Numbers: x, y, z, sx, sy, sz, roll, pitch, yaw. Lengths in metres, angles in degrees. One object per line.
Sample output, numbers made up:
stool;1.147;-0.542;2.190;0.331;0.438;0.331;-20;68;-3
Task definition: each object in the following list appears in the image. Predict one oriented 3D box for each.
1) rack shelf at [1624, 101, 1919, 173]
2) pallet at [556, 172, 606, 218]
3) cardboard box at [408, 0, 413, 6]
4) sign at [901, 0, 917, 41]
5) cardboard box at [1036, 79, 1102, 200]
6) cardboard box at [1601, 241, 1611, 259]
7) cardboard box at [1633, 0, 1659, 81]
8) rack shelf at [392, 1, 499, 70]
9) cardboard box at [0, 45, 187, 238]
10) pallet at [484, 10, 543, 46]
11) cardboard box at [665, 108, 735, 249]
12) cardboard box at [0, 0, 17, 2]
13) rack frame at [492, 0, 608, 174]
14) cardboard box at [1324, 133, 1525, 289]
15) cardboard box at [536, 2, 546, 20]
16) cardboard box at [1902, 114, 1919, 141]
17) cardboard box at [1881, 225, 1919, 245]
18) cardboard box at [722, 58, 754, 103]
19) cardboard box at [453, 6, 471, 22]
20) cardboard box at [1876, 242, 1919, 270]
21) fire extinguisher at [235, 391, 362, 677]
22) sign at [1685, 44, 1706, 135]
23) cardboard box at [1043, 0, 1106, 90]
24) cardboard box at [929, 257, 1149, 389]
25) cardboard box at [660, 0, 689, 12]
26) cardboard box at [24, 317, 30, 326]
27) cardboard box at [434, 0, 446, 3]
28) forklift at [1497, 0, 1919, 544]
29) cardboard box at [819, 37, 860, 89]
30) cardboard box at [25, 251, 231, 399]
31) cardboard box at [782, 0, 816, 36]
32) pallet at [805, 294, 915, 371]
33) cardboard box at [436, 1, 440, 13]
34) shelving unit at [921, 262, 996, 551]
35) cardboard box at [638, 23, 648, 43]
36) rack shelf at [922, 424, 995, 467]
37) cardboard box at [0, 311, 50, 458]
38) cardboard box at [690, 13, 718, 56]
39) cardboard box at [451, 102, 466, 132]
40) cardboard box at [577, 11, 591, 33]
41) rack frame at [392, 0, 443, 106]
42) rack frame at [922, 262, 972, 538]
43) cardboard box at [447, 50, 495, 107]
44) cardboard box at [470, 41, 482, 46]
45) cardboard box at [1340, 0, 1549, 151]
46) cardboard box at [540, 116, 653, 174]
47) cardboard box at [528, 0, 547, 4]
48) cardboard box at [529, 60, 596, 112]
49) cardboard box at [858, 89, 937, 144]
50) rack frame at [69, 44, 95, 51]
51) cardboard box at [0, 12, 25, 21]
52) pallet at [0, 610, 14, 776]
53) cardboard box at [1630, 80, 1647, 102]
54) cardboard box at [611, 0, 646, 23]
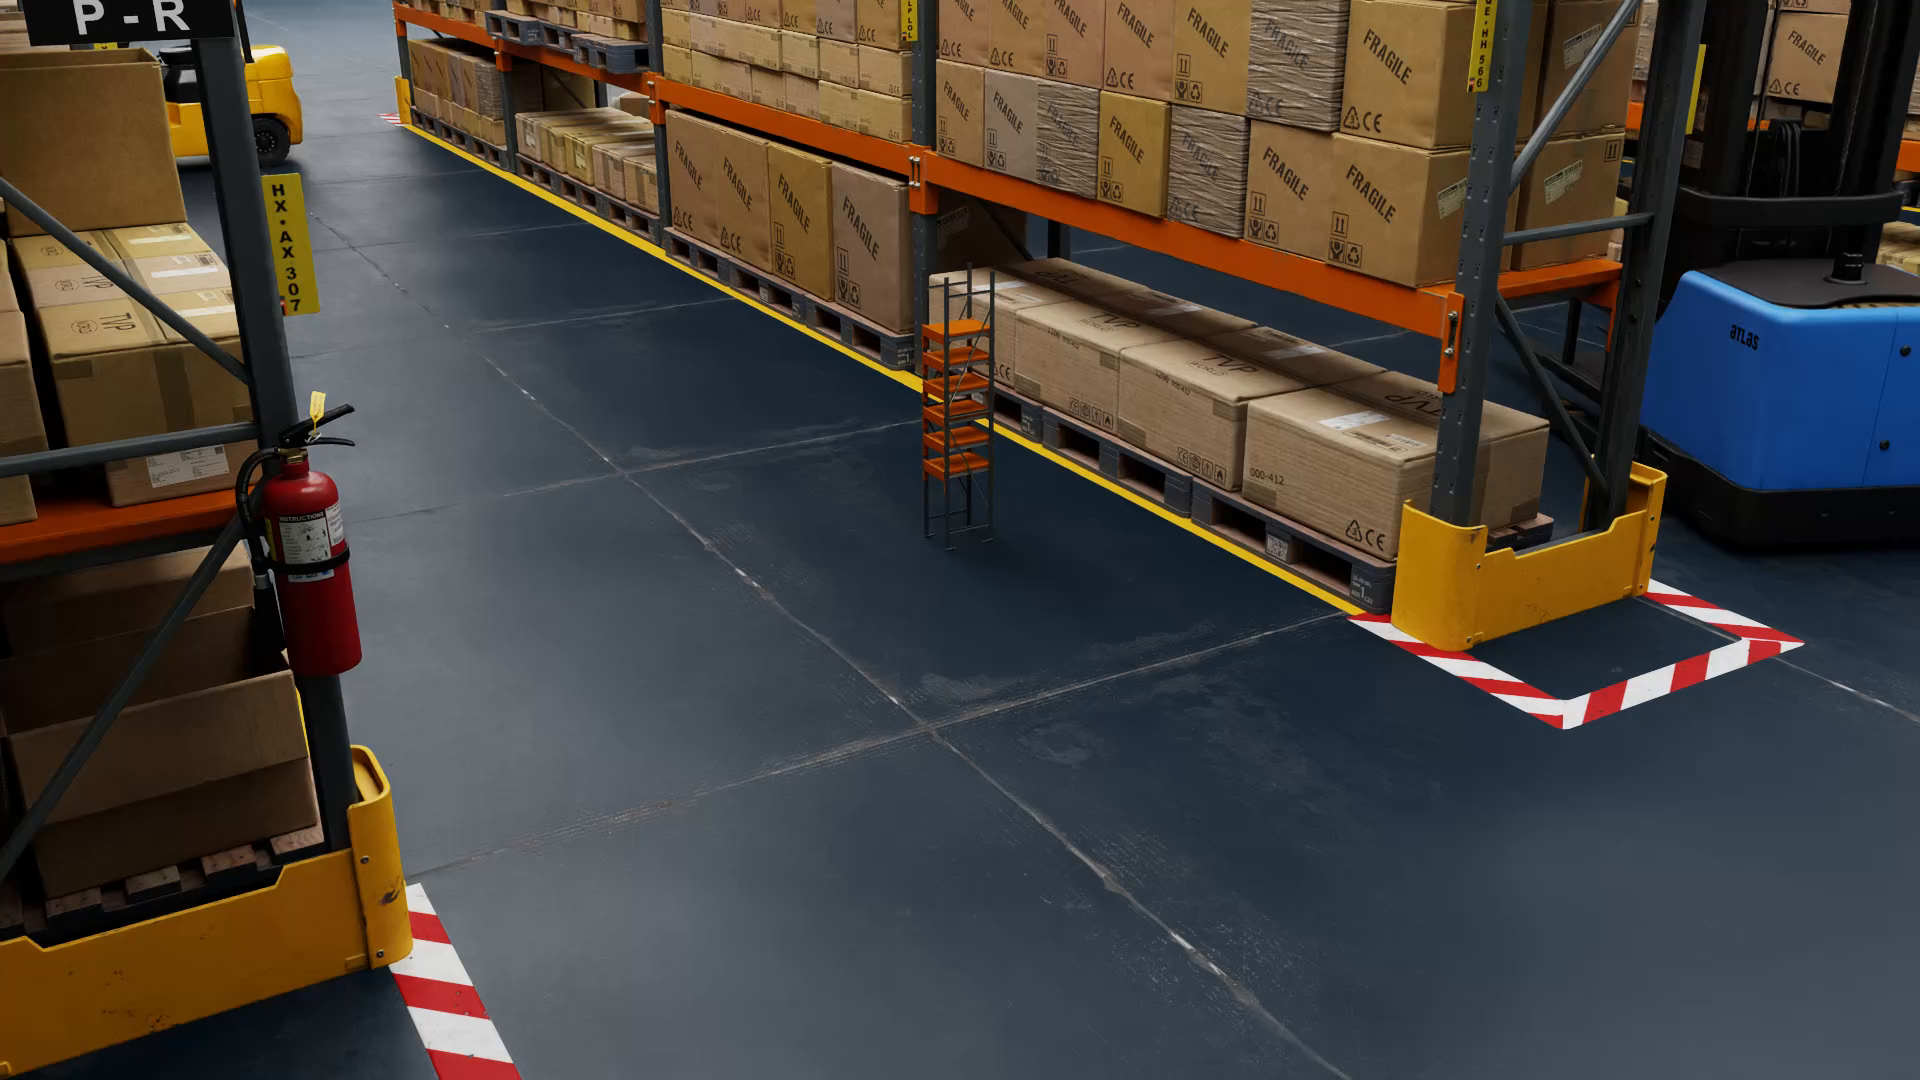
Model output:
rack shelf;5.421;-2.432;10.267;1.077;0.370;4.000;-13;25;-28
pallet;-2.864;-3.079;14.605;1.003;0.211;1.213;-13;25;-28
cardboard box;-5.938;-6.046;18.537;0.380;0.149;0.250;-12;25;-28
sign;-0.266;-2.820;8.833;0.100;0.325;0.005;-13;25;-28
cardboard box;0.713;-1.946;7.983;0.500;0.500;0.500;-12;25;-28
cardboard box;4.445;-2.021;11.528;0.380;0.149;0.250;-12;25;-27
cardboard box;4.695;-3.229;10.745;0.500;0.500;0.500;-13;25;-28
rack shelf;-4.912;-5.332;17.401;1.077;0.370;4.000;-13;25;-28
cardboard box;-2.793;-1.277;5.278;0.500;0.500;0.500;-12;25;-27
pallet;-3.625;-4.653;15.031;1.003;0.211;1.213;-13;25;-28
cardboard box;-1.566;-2.693;12.218;0.875;0.875;0.875;-13;25;-29
cardboard box;-6.160;-3.360;10.599;0.380;0.149;0.250;-12;25;-27
rack frame;-3.891;-5.018;15.672;1.000;3.000;0.127;-13;25;-28
cardboard box;1.765;-1.285;6.355;0.500;0.500;0.500;-12;25;-28
cardboard box;-3.454;-4.605;14.434;0.380;0.149;0.250;-12;25;-27
cardboard box;5.538;-2.388;9.536;0.380;0.149;0.250;-14;26;-31
cardboard box;5.873;-1.830;10.270;0.380;0.149;0.250;-12;25;-26
cardboard box;-1.273;-3.113;11.185;0.500;0.250;0.500;-12;25;-27
cardboard box;-4.839;-5.275;16.639;0.380;0.149;0.250;-13;26;-29
cardboard box;5.556;-1.638;9.795;0.380;0.149;0.250;-14;26;-30
fire extinguisher;-1.554;-0.010;3.950;0.296;0.674;0.183;-13;25;-28
sign;2.719;-1.676;6.195;0.100;0.325;0.005;-13;25;-28
cardboard box;0.736;-2.404;7.781;0.500;0.500;0.500;-12;25;-27
cardboard box;0.424;-1.212;9.153;0.875;0.438;0.875;-13;25;-29
cardboard box;-1.806;-4.025;11.771;0.500;0.500;0.500;-14;26;-30
cardboard box;-3.083;-0.869;5.799;0.380;0.149;0.250;-12;25;-27
cardboard box;-5.135;-5.795;17.057;0.500;0.500;0.500;-13;26;-29
forklift;3.660;-1.855;7.984;1.130;2.935;3.031;-2;22;-5
cardboard box;-0.500;-2.846;9.866;0.500;0.250;0.500;-12;25;-27
cardboard box;-2.284;-0.607;4.626;0.500;0.250;0.500;-12;25;-28
cardboard box;-0.761;-3.368;10.152;0.500;0.500;0.500;-12;25;-27
pallet;-0.263;-1.371;10.405;1.003;0.211;1.213;-13;25;-28
cardboard box;-5.294;-5.623;17.497;0.380;0.149;0.250;-12;25;-26
shelving unit;-0.007;-0.561;7.097;0.258;1.200;0.189;-13;25;-28
cardboard box;-2.217;-3.862;12.605;0.380;0.149;0.250;-12;25;-26
rack shelf;-0.007;-0.408;7.159;0.258;0.103;0.180;-13;25;-28
cardboard box;-2.489;-0.343;3.976;0.500;0.250;0.500;-12;25;-27
cardboard box;-1.538;-3.506;11.488;0.500;0.250;0.500;-12;25;-27
cardboard box;-4.960;-4.414;17.281;0.500;0.250;0.500;-12;25;-27
cardboard box;-2.858;-4.177;13.380;0.380;0.149;0.250;-12;25;-27
rack frame;-5.934;-6.312;18.858;1.000;3.000;0.127;-13;25;-28
rack frame;-0.054;-0.590;7.170;0.240;1.200;0.006;-13;25;-28
cardboard box;-4.947;-4.755;17.124;0.500;0.500;0.500;-11;25;-25
cardboard box;-5.031;-5.203;18.227;0.500;0.500;0.500;-12;25;-26
cardboard box;1.788;-1.753;6.179;0.500;0.500;0.500;-12;25;-27
cardboard box;-3.250;-3.593;15.101;0.950;0.372;0.625;-11;25;-25
cardboard box;-3.401;-4.865;14.210;0.500;0.500;0.500;-13;25;-29
cardboard box;-3.960;-4.529;16.567;0.500;0.500;0.500;-11;25;-26
cardboard box;-0.250;-2.455;9.567;0.500;0.250;0.500;-13;26;-29
rack frame;-4.069;-1.472;6.949;1.000;3.000;0.127;-13;25;-28
cardboard box;-5.120;-2.516;8.824;0.797;0.503;0.637;-13;26;-29
pallet;-3.092;0.438;5.954;1.003;0.211;1.213;-13;25;-28
cardboard box;4.640;-2.996;11.033;0.380;0.149;0.250;-14;26;-31
cardboard box;-2.319;-4.195;12.563;0.500;0.500;0.500;-13;26;-30
